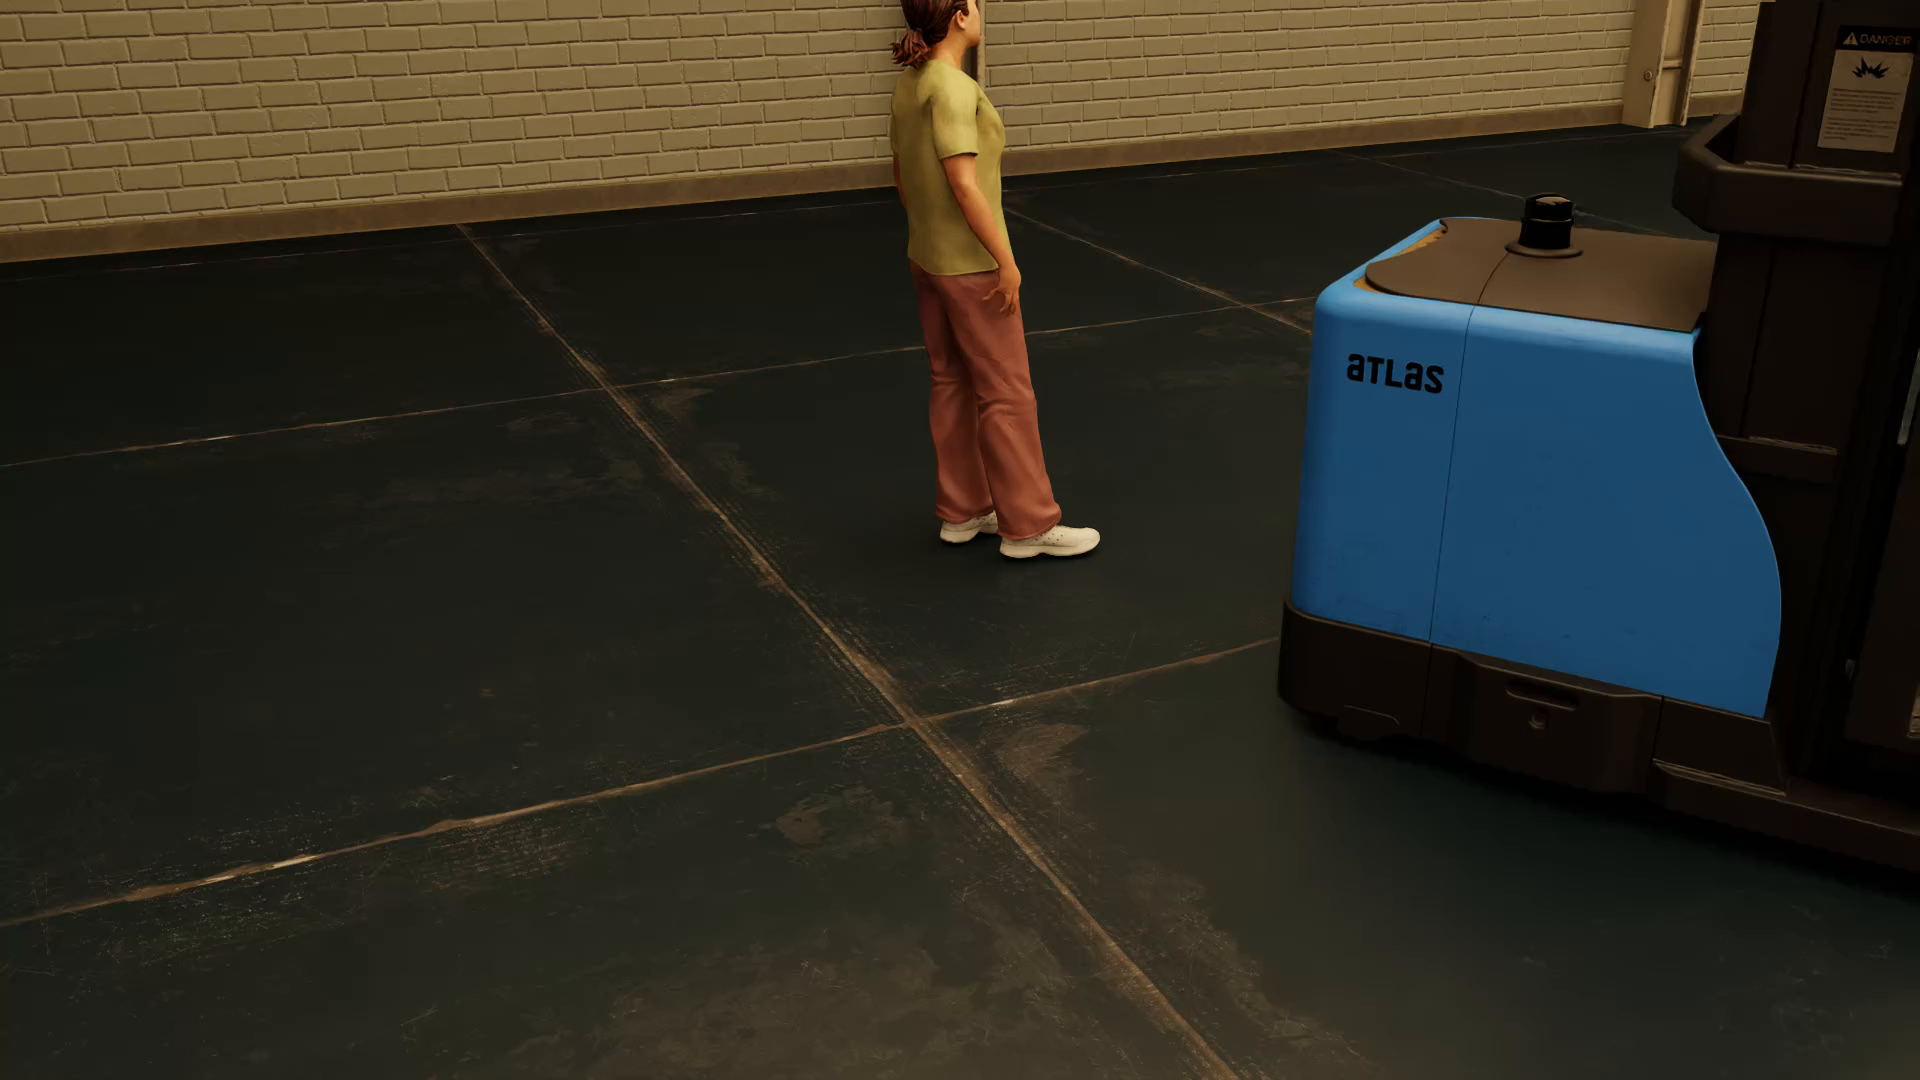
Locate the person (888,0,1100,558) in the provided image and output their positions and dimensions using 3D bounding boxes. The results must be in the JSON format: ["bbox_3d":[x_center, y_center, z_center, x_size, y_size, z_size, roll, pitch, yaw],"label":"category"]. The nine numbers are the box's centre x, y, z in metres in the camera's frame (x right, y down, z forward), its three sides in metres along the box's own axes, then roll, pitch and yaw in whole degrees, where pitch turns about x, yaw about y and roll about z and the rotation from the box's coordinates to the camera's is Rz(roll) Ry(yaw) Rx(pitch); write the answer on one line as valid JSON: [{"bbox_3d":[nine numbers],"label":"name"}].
[{"bbox_3d":[0.072,-0.789,4.802,0.548,1.673,0.554,-10,25,-23],"label":"person"}]

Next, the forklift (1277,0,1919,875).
[{"bbox_3d":[2.299,-0.778,3.159,3.031,2.935,1.130,13,26,28],"label":"forklift"}]
